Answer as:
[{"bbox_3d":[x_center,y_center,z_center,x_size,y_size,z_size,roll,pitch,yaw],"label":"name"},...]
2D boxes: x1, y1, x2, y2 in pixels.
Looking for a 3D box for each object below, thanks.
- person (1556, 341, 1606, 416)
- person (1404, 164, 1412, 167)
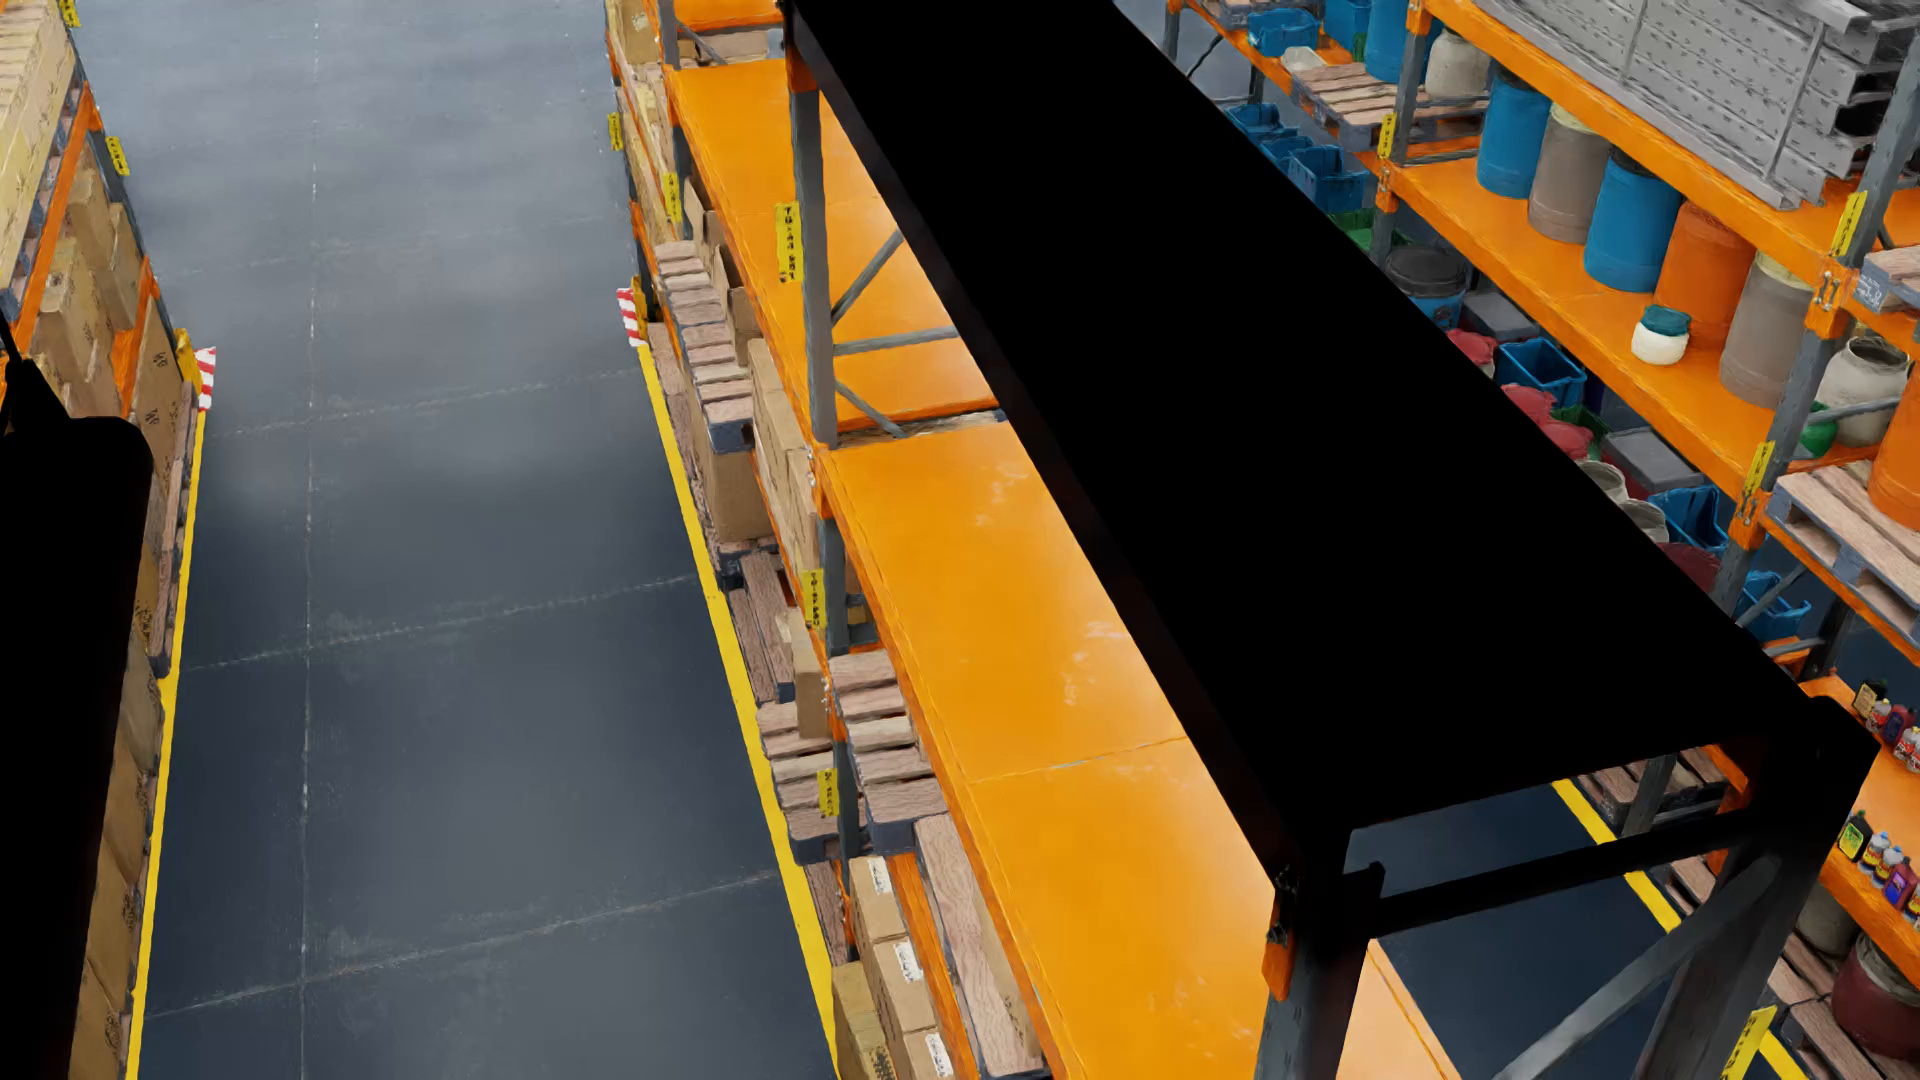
[{"bbox_3d":[5.024,-1.498,13.376,0.534,1.656,0.428,29,47,31],"label":"person"},{"bbox_3d":[4.636,-4.623,17.290,0.532,1.677,0.409,29,47,31],"label":"person"}]
